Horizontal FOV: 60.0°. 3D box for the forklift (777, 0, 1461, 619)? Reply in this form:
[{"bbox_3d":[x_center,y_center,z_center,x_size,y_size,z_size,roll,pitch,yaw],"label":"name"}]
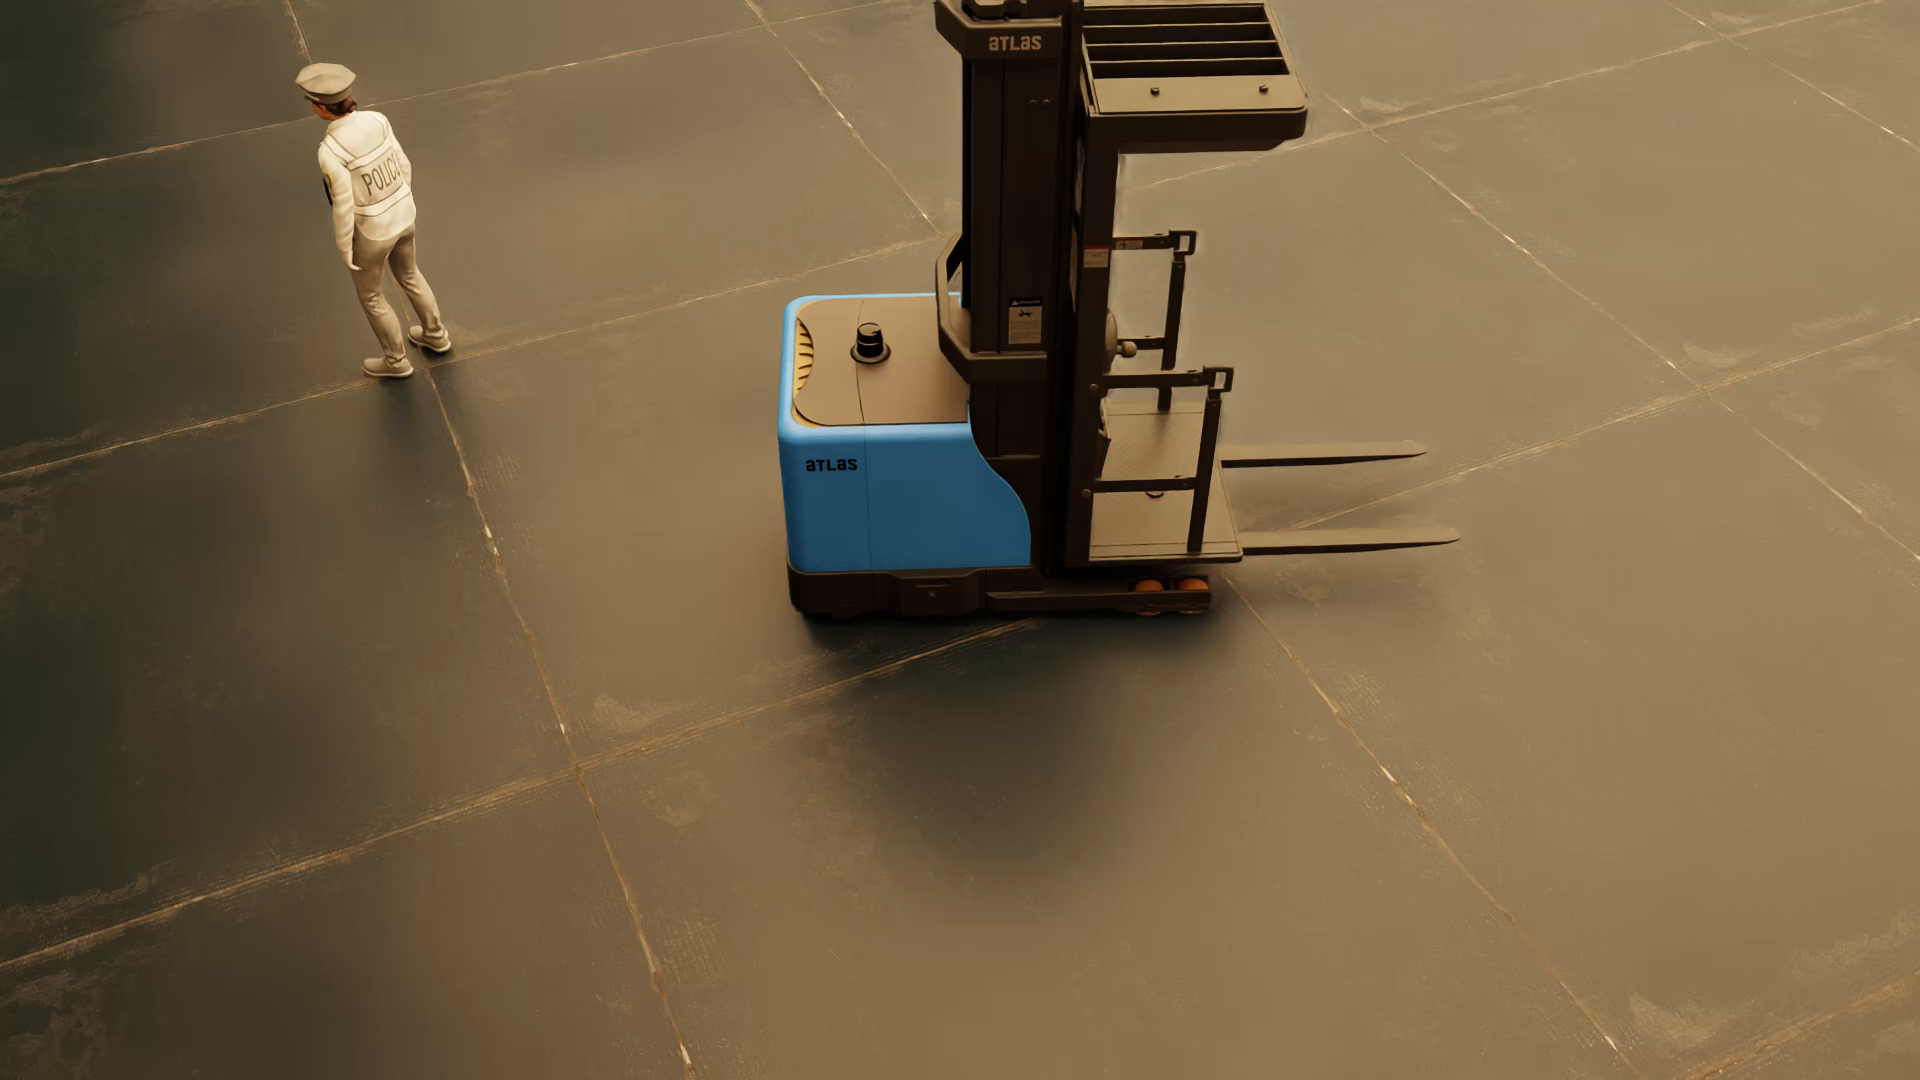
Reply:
[{"bbox_3d":[0.734,-1.094,6.852,3.031,2.935,1.130,-2,43,-2],"label":"forklift"}]

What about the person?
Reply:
[{"bbox_3d":[-2.916,-1.563,8.292,0.380,1.667,0.534,19,46,19],"label":"person"}]
